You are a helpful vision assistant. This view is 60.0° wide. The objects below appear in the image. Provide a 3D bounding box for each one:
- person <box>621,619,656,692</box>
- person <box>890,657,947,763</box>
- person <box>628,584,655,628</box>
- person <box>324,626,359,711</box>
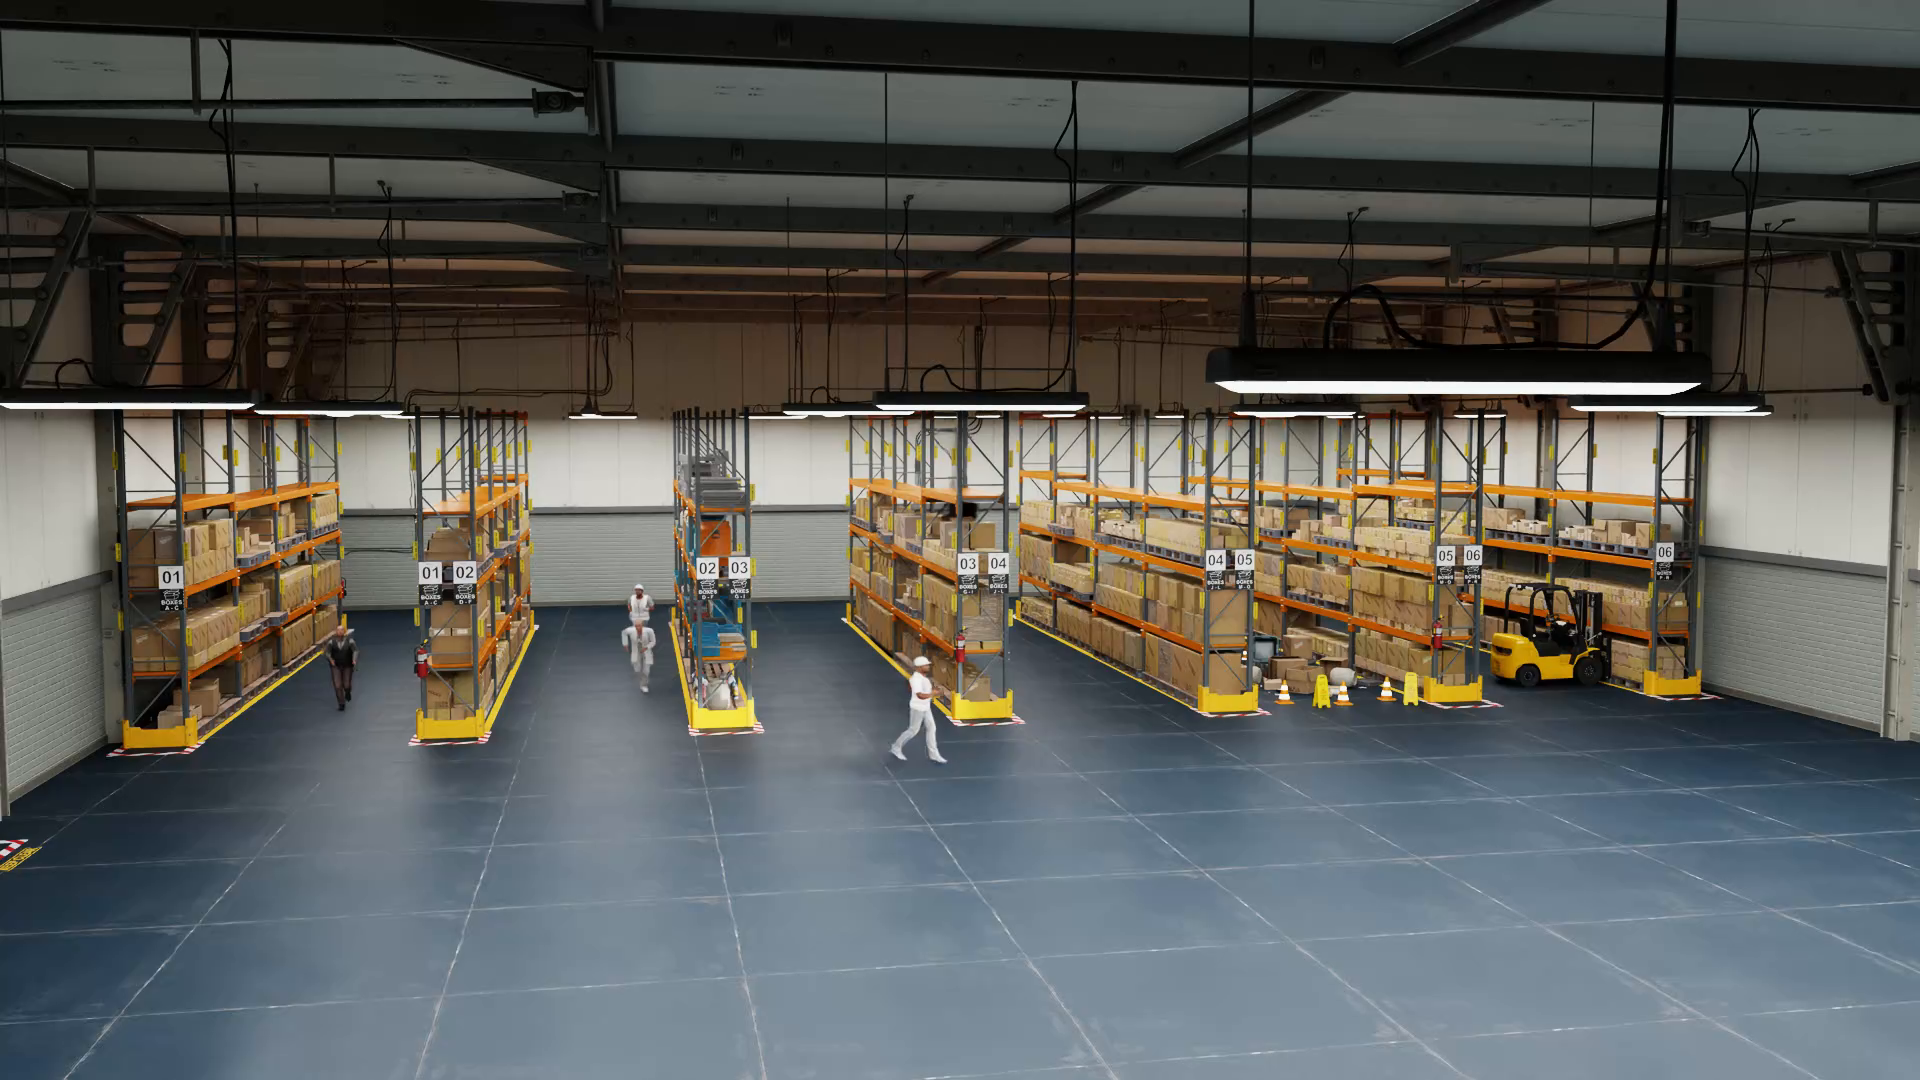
[{"bbox_3d":[-6.786,2.437,35.111,0.737,1.599,0.865,0,4,-3],"label":"person"},{"bbox_3d":[-0.689,2.834,27.799,0.950,1.781,0.688,1,4,13],"label":"person"},{"bbox_3d":[-7.696,1.975,40.172,0.656,1.826,0.882,-1,4,-9],"label":"person"},{"bbox_3d":[-12.310,2.540,33.109,0.661,1.682,0.585,-1,4,-17],"label":"person"}]
